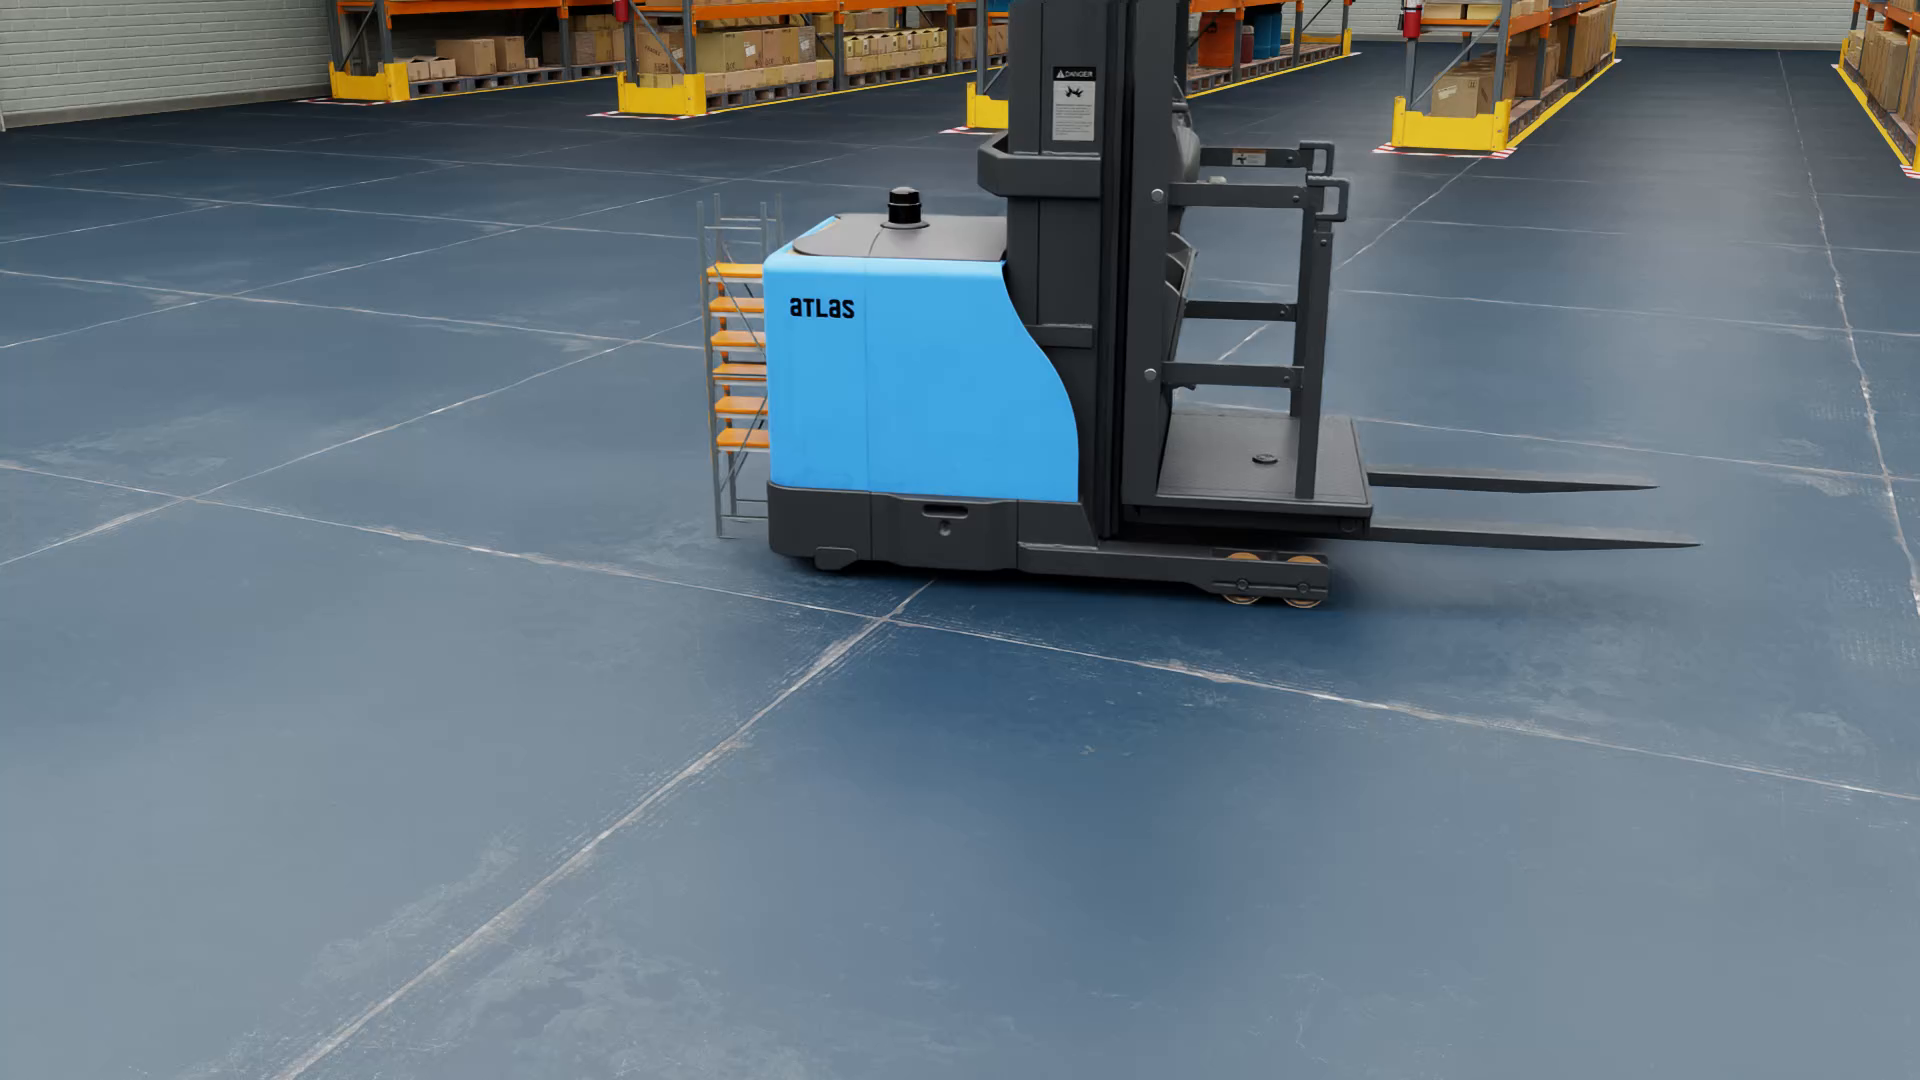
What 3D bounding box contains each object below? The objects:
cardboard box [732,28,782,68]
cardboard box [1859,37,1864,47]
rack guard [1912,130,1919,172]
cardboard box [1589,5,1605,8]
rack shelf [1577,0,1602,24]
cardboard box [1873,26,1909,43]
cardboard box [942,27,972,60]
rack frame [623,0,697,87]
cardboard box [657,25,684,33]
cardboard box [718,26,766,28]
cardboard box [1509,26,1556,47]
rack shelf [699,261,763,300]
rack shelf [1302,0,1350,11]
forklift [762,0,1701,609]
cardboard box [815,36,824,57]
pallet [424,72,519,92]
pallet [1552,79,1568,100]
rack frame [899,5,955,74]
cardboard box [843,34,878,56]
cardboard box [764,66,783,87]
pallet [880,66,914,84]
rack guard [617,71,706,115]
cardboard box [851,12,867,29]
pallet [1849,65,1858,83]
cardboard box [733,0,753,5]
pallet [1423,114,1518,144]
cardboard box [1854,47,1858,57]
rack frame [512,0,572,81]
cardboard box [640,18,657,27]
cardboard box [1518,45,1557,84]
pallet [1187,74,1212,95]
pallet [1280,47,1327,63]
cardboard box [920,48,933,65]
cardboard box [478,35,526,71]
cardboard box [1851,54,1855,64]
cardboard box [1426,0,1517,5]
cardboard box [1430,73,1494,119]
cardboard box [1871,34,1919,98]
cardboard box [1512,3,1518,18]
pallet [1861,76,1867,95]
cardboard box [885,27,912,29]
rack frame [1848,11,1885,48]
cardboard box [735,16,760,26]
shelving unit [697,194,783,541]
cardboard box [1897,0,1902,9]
[{"bbox_3d":[-2.802,-6.805,22.983,0.500,0.500,0.500,9,21,23],"label":"cardboard box"},{"bbox_3d":[14.664,-7.994,26.710,0.380,0.149,0.250,8,21,22],"label":"cardboard box"},{"bbox_3d":[9.669,-3.700,15.628,1.175,0.500,0.348,9,21,23],"label":"rack guard"},{"bbox_3d":[10.452,-8.653,28.367,0.875,0.875,0.875,9,21,23],"label":"cardboard box"},{"bbox_3d":[9.290,-8.315,25.946,1.077,0.370,4.000,9,21,23],"label":"rack shelf"},{"bbox_3d":[13.192,-7.105,23.456,0.500,0.250,0.500,9,21,23],"label":"cardboard box"},{"bbox_3d":[-0.118,-8.532,28.558,0.500,0.500,0.500,10,22,25],"label":"cardboard box"},{"bbox_3d":[-3.841,-6.957,21.055,1.000,3.000,0.127,9,21,23],"label":"rack frame"},{"bbox_3d":[-5.334,-8.884,29.546,0.700,0.500,0.500,9,21,23],"label":"cardboard box"},{"bbox_3d":[-3.088,-7.031,23.621,0.500,0.500,0.500,9,21,23],"label":"cardboard box"},{"bbox_3d":[8.016,-7.053,23.279,0.500,0.250,0.500,11,22,29],"label":"cardboard box"},{"bbox_3d":[-0.749,-0.895,5.751,0.258,0.103,0.180,3,20,9],"label":"rack shelf"},{"bbox_3d":[6.409,-10.217,31.296,1.077,0.370,4.000,9,21,23],"label":"rack shelf"},{"bbox_3d":[0.912,-1.353,5.399,3.031,2.935,1.130,3,20,9],"label":"forklift"},{"bbox_3d":[-2.299,-7.510,25.249,0.500,0.311,0.500,9,21,23],"label":"cardboard box"},{"bbox_3d":[-7.465,-6.960,25.225,1.003,0.211,1.213,9,21,23],"label":"pallet"},{"bbox_3d":[8.149,-6.490,23.903,1.003,0.211,1.213,9,21,23],"label":"pallet"},{"bbox_3d":[-0.565,-9.403,27.932,1.000,3.000,0.127,9,21,23],"label":"rack frame"},{"bbox_3d":[-1.597,-7.591,25.477,0.500,0.311,0.500,8,21,22],"label":"cardboard box"},{"bbox_3d":[-2.803,-6.451,23.109,0.500,0.250,0.500,9,21,23],"label":"cardboard box"},{"bbox_3d":[-1.439,-7.471,26.662,1.003,0.211,1.213,9,21,23],"label":"pallet"},{"bbox_3d":[-3.851,-5.772,21.453,1.175,0.500,0.348,9,21,23],"label":"rack guard"},{"bbox_3d":[-2.416,-11.013,35.562,0.700,0.500,0.500,8,21,21],"label":"cardboard box"},{"bbox_3d":[14.835,-7.450,26.603,1.003,0.211,1.213,9,21,23],"label":"pallet"},{"bbox_3d":[-3.219,-7.458,22.313,0.700,0.500,0.500,9,21,23],"label":"cardboard box"},{"bbox_3d":[5.591,-4.550,18.447,1.003,0.211,1.213,9,21,23],"label":"pallet"},{"bbox_3d":[14.624,-7.857,26.770,0.380,0.149,0.250,8,21,21],"label":"cardboard box"},{"bbox_3d":[-6.724,-8.859,26.402,1.000,3.000,0.127,9,21,23],"label":"rack frame"},{"bbox_3d":[-5.624,-9.071,28.955,0.500,0.250,0.500,9,21,24],"label":"cardboard box"},{"bbox_3d":[7.999,-6.693,23.386,0.700,0.500,0.500,7,21,18],"label":"cardboard box"},{"bbox_3d":[3.098,-6.805,24.789,1.003,0.211,1.213,9,21,23],"label":"pallet"},{"bbox_3d":[6.354,-9.235,31.623,1.003,0.211,1.213,9,21,23],"label":"pallet"},{"bbox_3d":[-0.766,-7.953,27.331,0.500,0.250,0.500,8,21,22],"label":"cardboard box"},{"bbox_3d":[-7.113,-7.565,25.839,0.500,0.500,0.500,7,21,19],"label":"cardboard box"},{"bbox_3d":[14.866,-7.891,27.310,0.380,0.149,0.250,9,21,23],"label":"cardboard box"},{"bbox_3d":[5.445,-5.949,17.626,0.875,0.500,0.500,9,21,23],"label":"cardboard box"},{"bbox_3d":[5.466,-4.806,18.109,0.500,0.500,0.500,13,23,33],"label":"cardboard box"},{"bbox_3d":[12.268,-6.027,21.171,1.050,0.750,0.750,9,21,24],"label":"cardboard box"},{"bbox_3d":[5.765,-5.681,17.842,0.380,0.149,0.250,9,21,23],"label":"cardboard box"},{"bbox_3d":[13.777,-6.627,24.289,1.003,0.211,1.213,9,21,23],"label":"pallet"},{"bbox_3d":[-1.048,-8.450,27.891,0.500,0.311,0.500,9,22,25],"label":"cardboard box"},{"bbox_3d":[16.230,-9.777,28.983,1.000,3.000,0.127,9,21,23],"label":"rack frame"},{"bbox_3d":[-4.301,-9.740,31.462,0.750,0.750,0.750,8,21,22],"label":"cardboard box"},{"bbox_3d":[-0.746,-0.598,5.857,0.258,1.200,0.189,3,20,9],"label":"shelving unit"},{"bbox_3d":[11.906,-6.816,20.509,0.500,0.500,0.500,8,21,22],"label":"cardboard box"}]
